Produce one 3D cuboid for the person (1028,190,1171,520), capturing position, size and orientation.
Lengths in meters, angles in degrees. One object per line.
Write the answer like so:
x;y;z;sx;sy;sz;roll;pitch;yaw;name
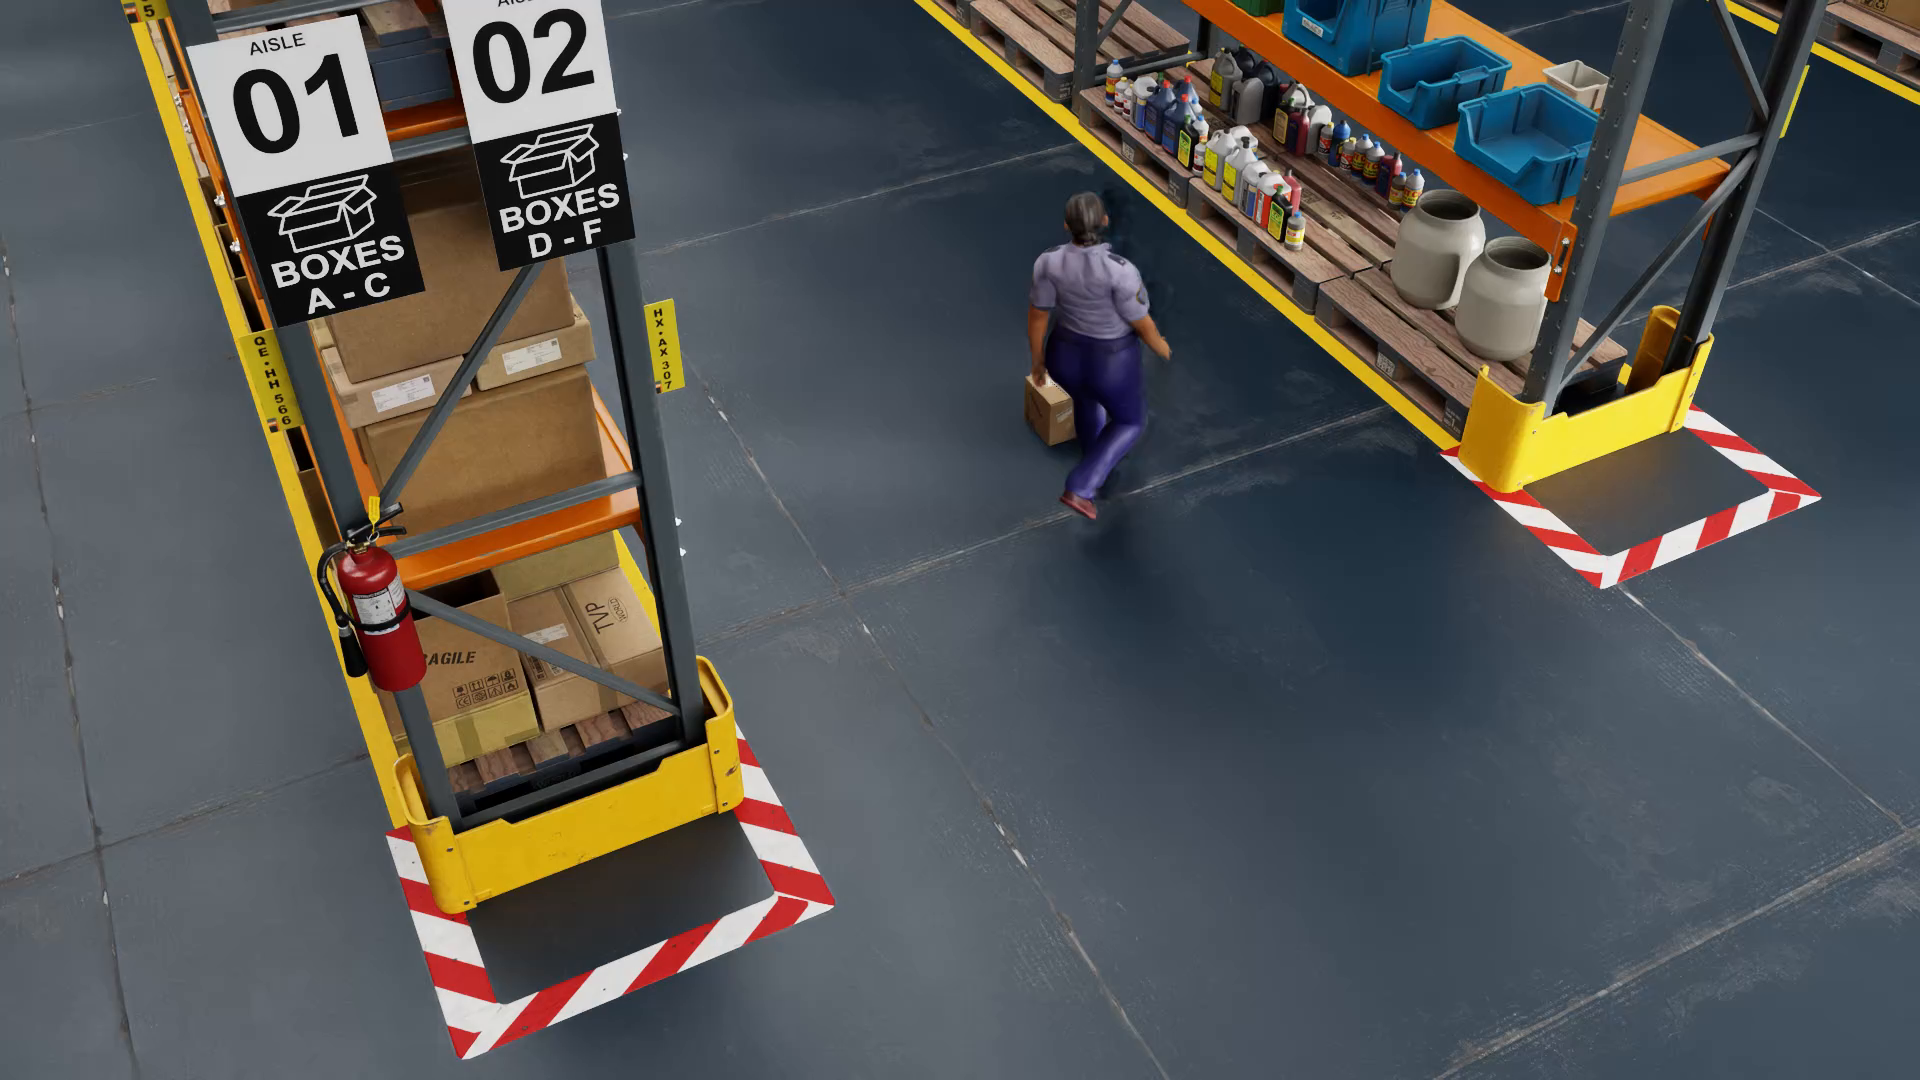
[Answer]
0.603;-0.816;7.100;0.550;1.601;0.800;19;45;20;person
